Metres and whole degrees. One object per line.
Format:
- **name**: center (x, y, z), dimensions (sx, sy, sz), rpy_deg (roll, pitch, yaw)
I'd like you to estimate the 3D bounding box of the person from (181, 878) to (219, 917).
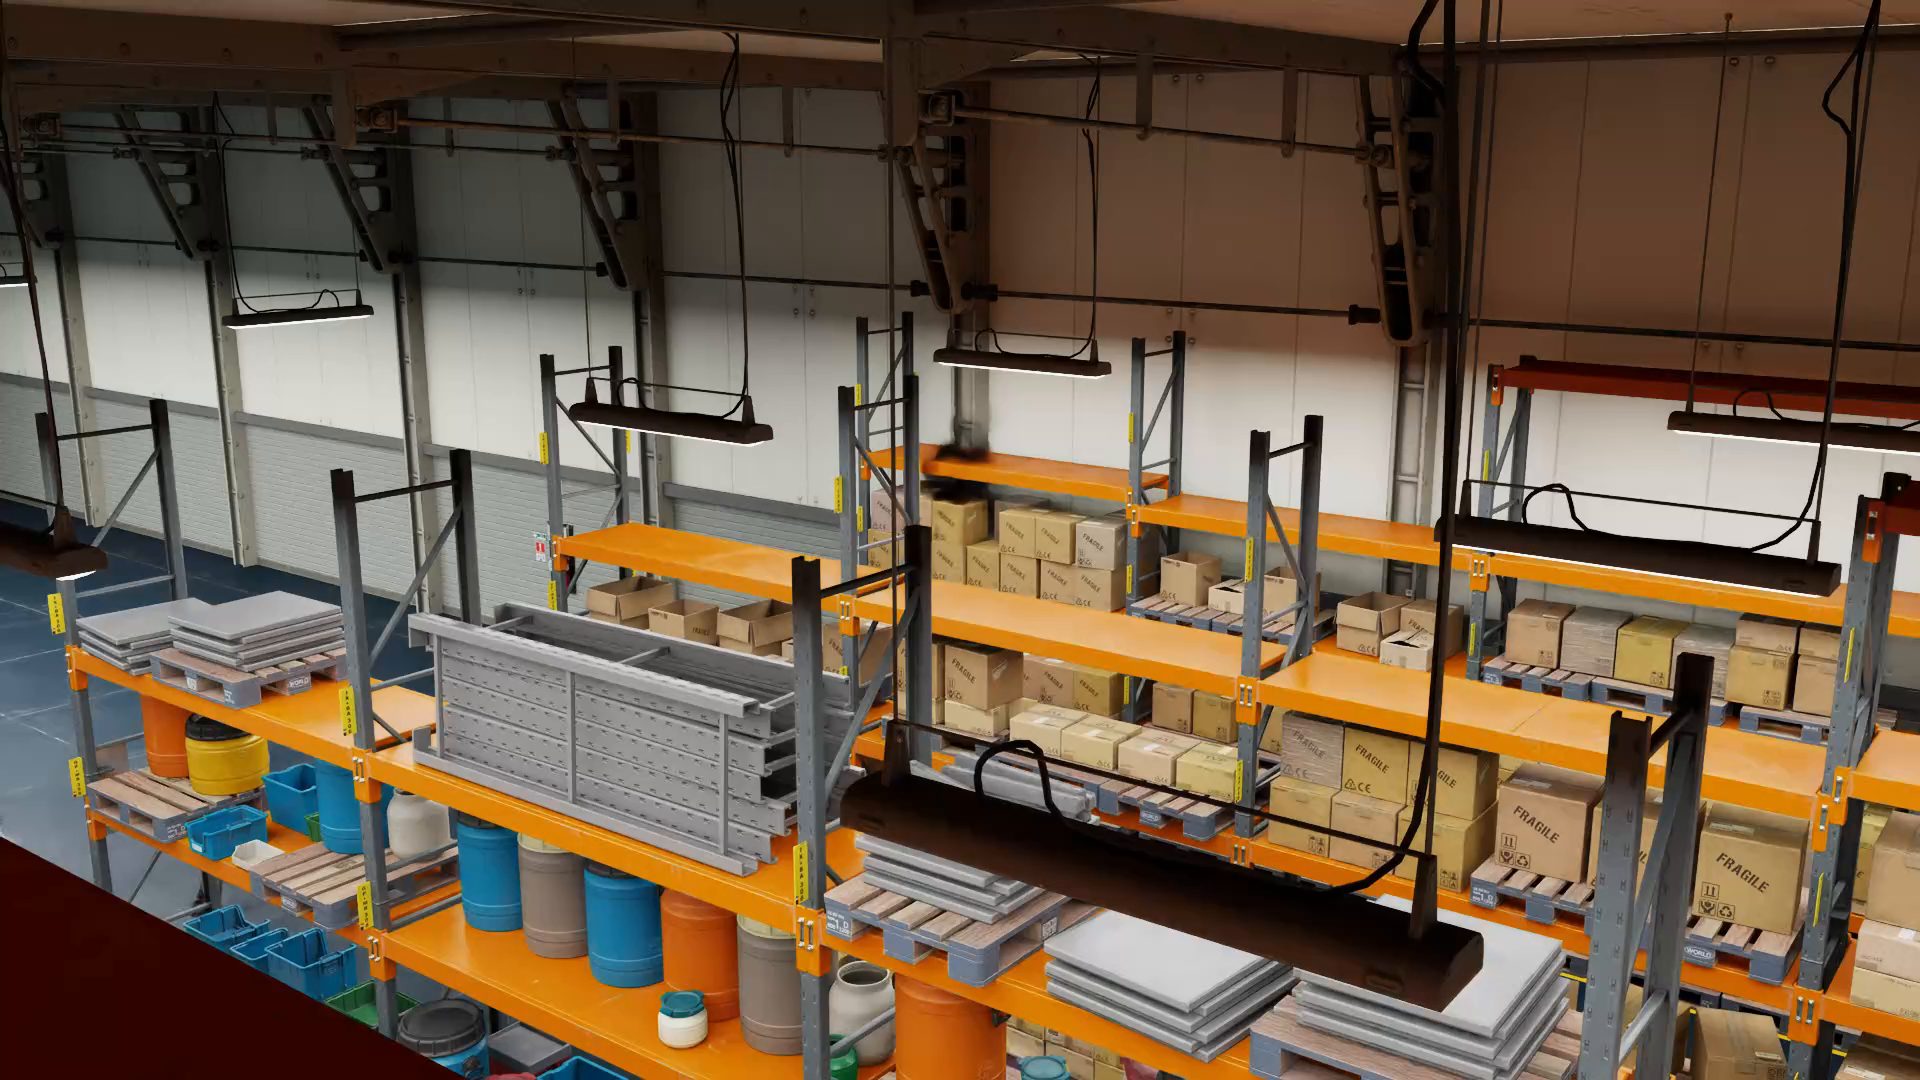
- **person**: center (-7.906, 3.131, 17.879), dimensions (1.025, 1.692, 0.665), rpy_deg (-5, 14, -22)
